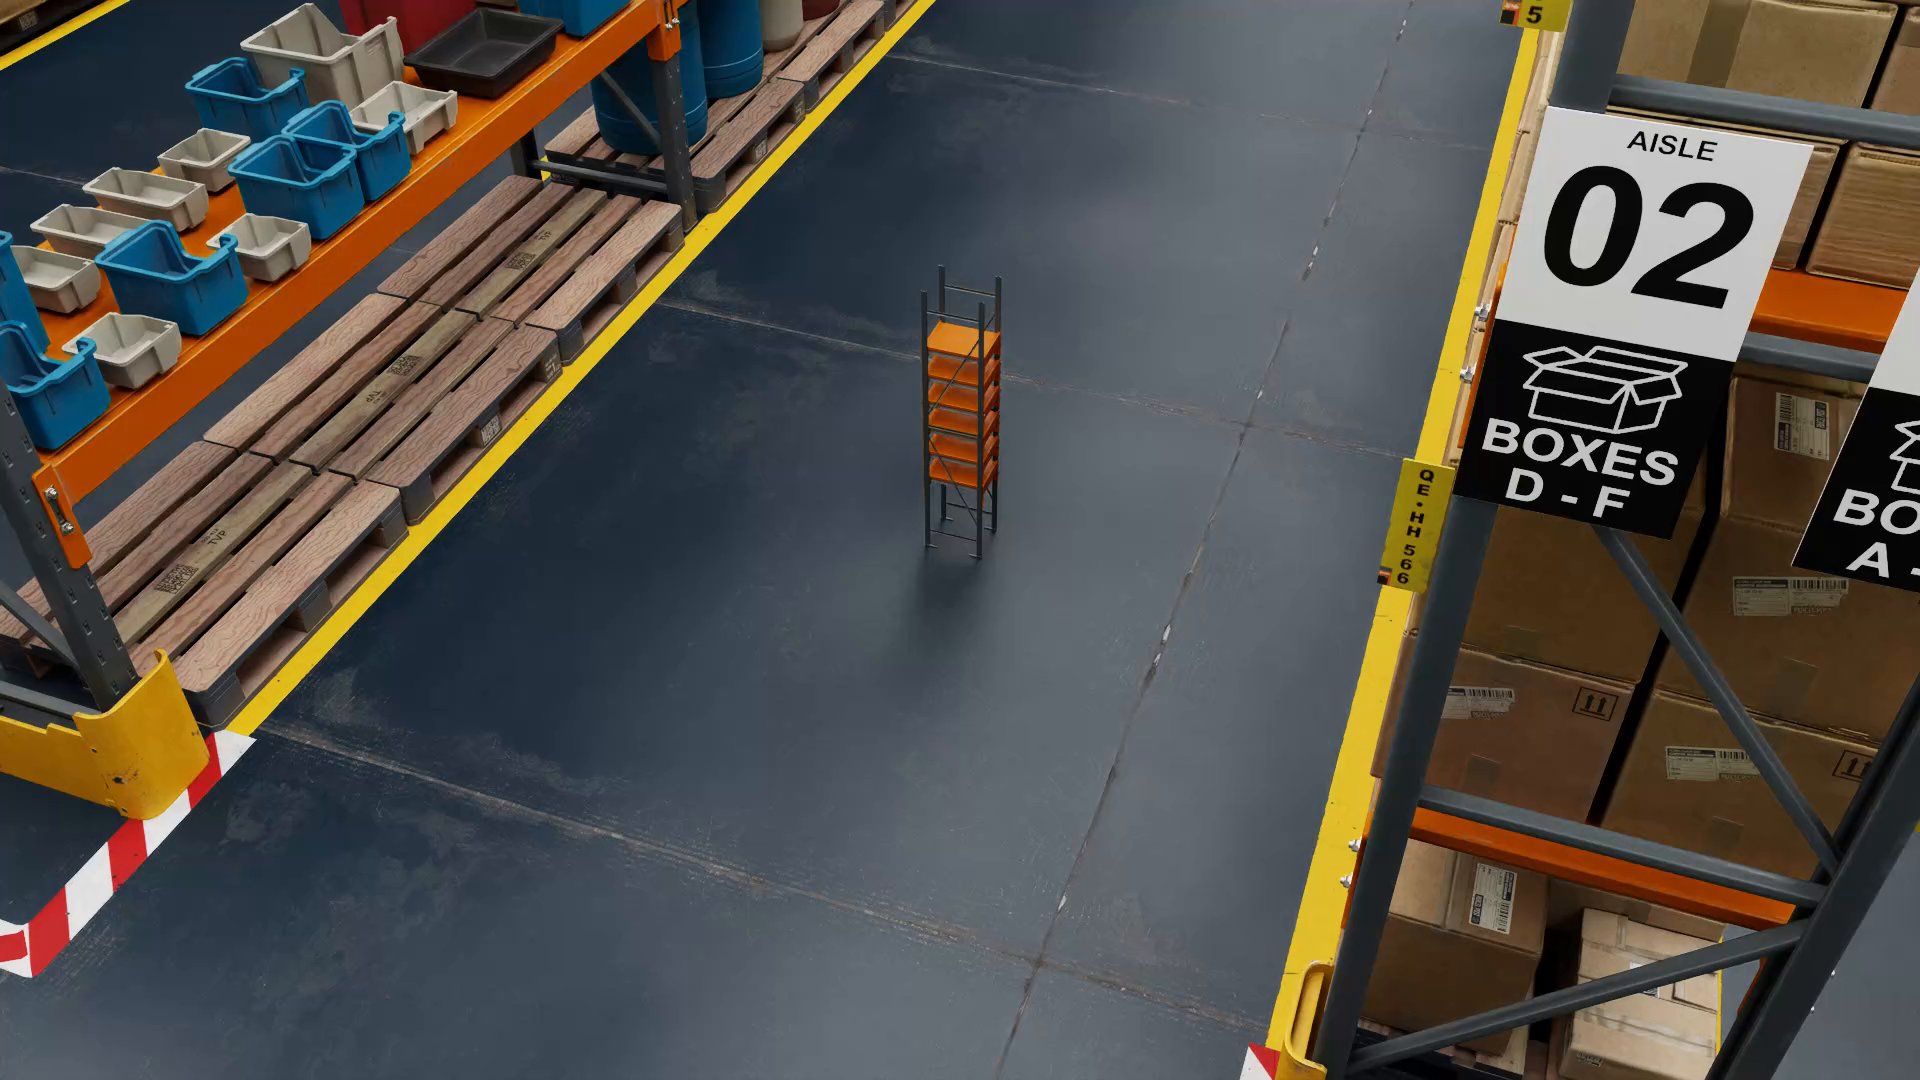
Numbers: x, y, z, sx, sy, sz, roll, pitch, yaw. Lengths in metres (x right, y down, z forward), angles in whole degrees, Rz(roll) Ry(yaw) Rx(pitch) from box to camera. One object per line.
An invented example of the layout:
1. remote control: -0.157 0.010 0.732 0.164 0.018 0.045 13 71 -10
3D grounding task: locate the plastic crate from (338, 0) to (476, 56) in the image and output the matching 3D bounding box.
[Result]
1. plastic crate: -2.401 -2.428 7.189 0.402 0.464 0.583 13 42 15

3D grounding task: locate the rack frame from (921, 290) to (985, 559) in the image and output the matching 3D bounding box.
1. rack frame: -0.026 -0.409 6.306 0.240 1.200 0.006 13 42 15

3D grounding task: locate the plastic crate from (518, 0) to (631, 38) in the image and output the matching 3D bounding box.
1. plastic crate: -1.699 -2.526 7.365 0.392 0.384 0.575 13 42 15

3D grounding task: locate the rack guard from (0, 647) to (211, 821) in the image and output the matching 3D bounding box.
1. rack guard: -3.223 0.539 5.733 1.175 0.500 0.348 13 42 15

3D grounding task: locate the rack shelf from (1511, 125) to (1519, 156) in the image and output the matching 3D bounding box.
1. rack shelf: 3.478 -2.714 8.174 1.077 0.370 4.000 13 42 15

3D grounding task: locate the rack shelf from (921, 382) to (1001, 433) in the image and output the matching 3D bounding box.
1. rack shelf: 0.005 -0.523 6.322 0.258 0.103 0.180 13 42 15

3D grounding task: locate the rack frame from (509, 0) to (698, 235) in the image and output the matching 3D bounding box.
1. rack frame: -1.860 -2.869 7.802 1.000 3.000 0.127 13 42 15

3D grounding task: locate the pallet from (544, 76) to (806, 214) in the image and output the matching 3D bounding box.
1. pallet: -1.556 -2.270 9.248 1.003 0.211 1.213 13 42 15

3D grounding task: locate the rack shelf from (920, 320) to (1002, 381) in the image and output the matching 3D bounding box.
1. rack shelf: 0.005 -0.705 6.166 0.258 0.103 0.180 13 42 15

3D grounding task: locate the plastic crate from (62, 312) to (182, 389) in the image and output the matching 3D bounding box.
1. plastic crate: -2.646 -0.607 5.307 0.250 0.136 0.298 13 42 15

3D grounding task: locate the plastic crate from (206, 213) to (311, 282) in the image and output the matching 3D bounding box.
1. plastic crate: -2.414 -1.021 5.792 0.250 0.136 0.298 13 42 15

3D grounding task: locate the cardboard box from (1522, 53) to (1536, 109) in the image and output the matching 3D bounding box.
1. cardboard box: 3.214 -2.265 8.680 0.500 0.500 0.500 12 42 14

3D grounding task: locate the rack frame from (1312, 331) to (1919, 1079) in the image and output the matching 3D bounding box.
1. rack frame: 1.426 0.672 3.651 1.000 3.000 0.127 13 42 15

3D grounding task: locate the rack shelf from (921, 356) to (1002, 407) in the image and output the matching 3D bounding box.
1. rack shelf: 0.005 -0.614 6.244 0.258 0.103 0.180 13 42 15

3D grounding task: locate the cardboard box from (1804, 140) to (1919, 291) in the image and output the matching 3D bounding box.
1. cardboard box: 1.841 -0.669 3.027 0.500 0.250 0.500 13 42 15

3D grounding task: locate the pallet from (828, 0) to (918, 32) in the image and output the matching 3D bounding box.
1. pallet: -0.722 -3.758 10.992 1.003 0.211 1.213 13 42 15

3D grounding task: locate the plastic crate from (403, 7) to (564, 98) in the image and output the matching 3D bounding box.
1. plastic crate: -1.990 -2.045 7.002 0.437 0.125 0.590 13 42 15

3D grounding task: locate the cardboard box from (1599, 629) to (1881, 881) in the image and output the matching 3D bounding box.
1. cardboard box: 1.826 0.422 3.867 0.500 0.500 0.500 14 42 16

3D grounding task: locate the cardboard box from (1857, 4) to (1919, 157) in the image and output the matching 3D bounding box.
1. cardboard box: 1.846 -0.858 2.864 0.500 0.250 0.500 13 42 15

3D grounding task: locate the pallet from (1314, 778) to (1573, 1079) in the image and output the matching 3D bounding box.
1. pallet: 1.724 1.200 5.181 1.003 0.211 1.213 13 42 15

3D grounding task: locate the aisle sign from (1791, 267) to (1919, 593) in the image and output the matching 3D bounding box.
1. aisle sign: 1.679 -0.210 2.682 0.394 0.787 0.004 13 42 15

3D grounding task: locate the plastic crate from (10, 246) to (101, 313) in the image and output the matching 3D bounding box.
1. plastic crate: -3.119 -0.890 5.639 0.396 0.136 0.243 13 42 15

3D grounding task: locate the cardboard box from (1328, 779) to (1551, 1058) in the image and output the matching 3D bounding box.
1. cardboard box: 1.381 1.069 4.773 0.500 0.500 0.500 13 42 15

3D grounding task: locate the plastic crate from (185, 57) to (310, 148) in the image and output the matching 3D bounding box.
1. plastic crate: -2.766 -1.698 6.512 0.416 0.233 0.300 13 42 15

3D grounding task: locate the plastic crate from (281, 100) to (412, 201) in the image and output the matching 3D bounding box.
1. plastic crate: -2.281 -1.452 6.224 0.416 0.233 0.300 13 42 15

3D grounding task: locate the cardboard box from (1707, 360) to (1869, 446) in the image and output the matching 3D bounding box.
1. cardboard box: 1.997 -0.279 3.919 0.500 0.500 0.500 14 42 16

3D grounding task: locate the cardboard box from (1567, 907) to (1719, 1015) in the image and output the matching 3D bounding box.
1. cardboard box: 1.978 1.251 4.817 0.380 0.166 0.250 13 42 15

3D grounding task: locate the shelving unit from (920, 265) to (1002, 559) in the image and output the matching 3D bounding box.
1. shelving unit: 0.005 -0.465 6.371 0.258 1.200 0.189 13 42 15

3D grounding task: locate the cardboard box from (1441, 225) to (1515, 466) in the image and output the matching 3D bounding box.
1. cardboard box: 1.492 -0.387 4.045 0.500 0.500 0.500 14 43 16

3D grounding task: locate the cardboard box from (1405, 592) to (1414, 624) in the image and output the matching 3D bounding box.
1. cardboard box: 1.498 -0.017 4.382 0.500 0.500 0.500 14 42 15

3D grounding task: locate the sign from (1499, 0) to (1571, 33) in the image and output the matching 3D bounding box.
1. sign: 0.911 -0.941 2.549 0.100 0.325 0.005 13 42 15

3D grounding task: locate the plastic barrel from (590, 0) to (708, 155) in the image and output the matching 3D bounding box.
1. plastic barrel: -1.657 -2.559 8.731 0.600 0.901 0.708 13 42 15

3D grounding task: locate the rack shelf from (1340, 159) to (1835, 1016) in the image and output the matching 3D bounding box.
1. rack shelf: 2.110 -0.274 5.314 1.077 0.370 4.000 13 42 15

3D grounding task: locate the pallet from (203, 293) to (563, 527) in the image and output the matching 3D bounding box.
1. pallet: -2.490 -0.605 7.296 1.003 0.211 1.213 13 42 15

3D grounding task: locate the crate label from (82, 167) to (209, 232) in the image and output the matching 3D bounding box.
1. crate label: -2.934 -1.239 6.048 0.396 0.136 0.243 13 42 15

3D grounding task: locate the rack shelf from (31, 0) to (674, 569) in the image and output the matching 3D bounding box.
1. rack shelf: -2.543 -1.376 6.606 1.077 0.370 4.000 13 42 15

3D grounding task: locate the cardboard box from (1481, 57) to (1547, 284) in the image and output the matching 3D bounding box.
1. cardboard box: 1.840 -1.018 4.784 0.500 0.500 0.500 15 43 16

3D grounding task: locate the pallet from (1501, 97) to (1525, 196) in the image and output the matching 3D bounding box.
1. pallet: 3.452 -1.958 8.882 1.003 0.211 1.213 13 42 15

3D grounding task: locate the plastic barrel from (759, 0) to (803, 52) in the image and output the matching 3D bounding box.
1. plastic barrel: -1.138 -3.167 9.744 0.421 0.512 0.421 0 40 0
